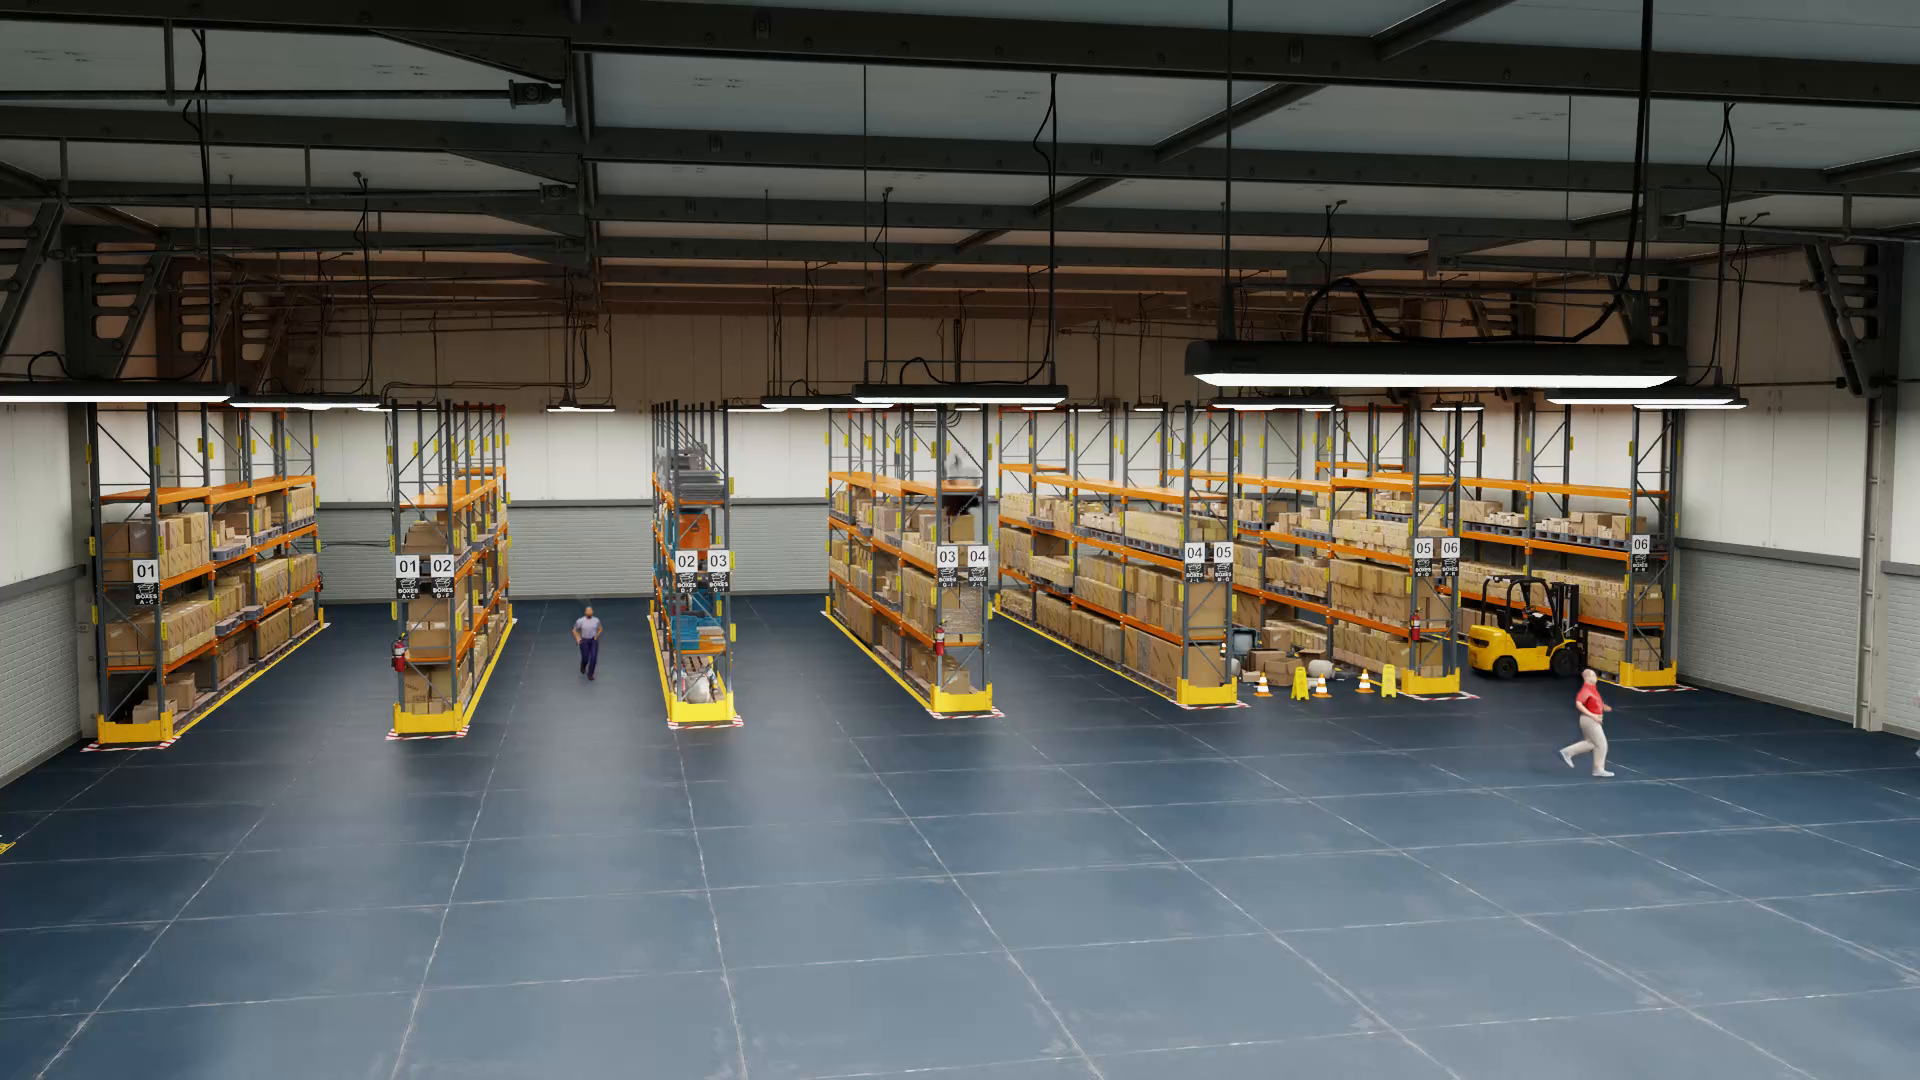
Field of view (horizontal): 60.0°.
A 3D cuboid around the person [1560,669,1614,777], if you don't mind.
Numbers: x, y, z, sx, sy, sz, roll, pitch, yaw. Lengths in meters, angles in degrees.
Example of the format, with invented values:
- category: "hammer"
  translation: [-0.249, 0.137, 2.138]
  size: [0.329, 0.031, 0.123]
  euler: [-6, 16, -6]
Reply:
- category: "person"
  translation: [9.958, 2.889, 26.371]
  size: [0.830, 1.688, 0.675]
  euler: [2, 5, 23]

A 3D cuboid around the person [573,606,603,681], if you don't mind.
- category: "person"
  translation: [-8.014, 2.221, 35.888]
  size: [0.623, 1.599, 0.566]
  euler: [-2, 5, -24]

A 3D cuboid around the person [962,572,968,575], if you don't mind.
- category: "person"
  translation: [0.083, 1.222, 49.242]
  size: [0.752, 1.570, 0.742]
  euler: [2, 5, 29]

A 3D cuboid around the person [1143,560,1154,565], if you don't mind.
- category: "person"
  translation: [5.777, 1.062, 51.032]
  size: [0.665, 1.696, 0.660]
  euler: [1, 4, 11]
